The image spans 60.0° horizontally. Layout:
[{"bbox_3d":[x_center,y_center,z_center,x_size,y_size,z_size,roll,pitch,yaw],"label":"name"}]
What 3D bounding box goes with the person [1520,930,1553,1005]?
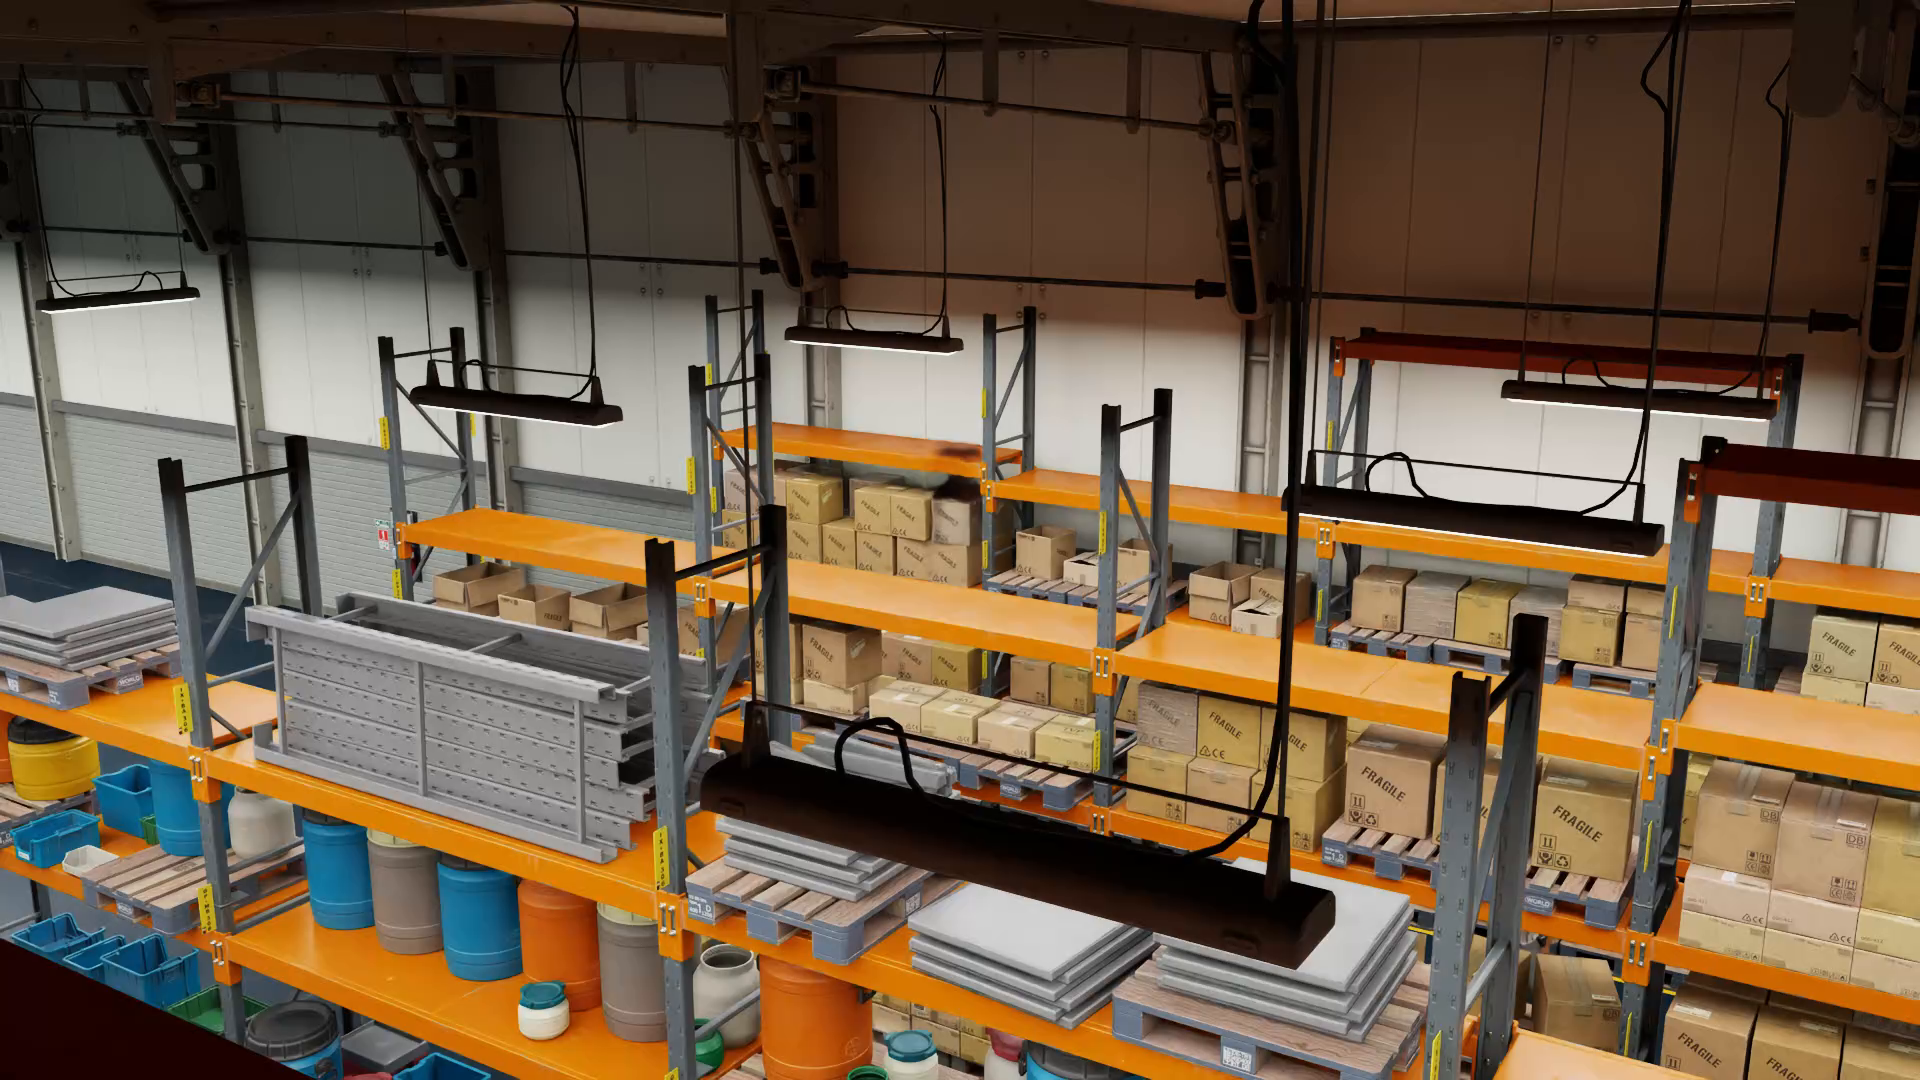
[{"bbox_3d":[5.160,3.635,15.139,0.440,1.670,0.547,-8,16,-30],"label":"person"}]
